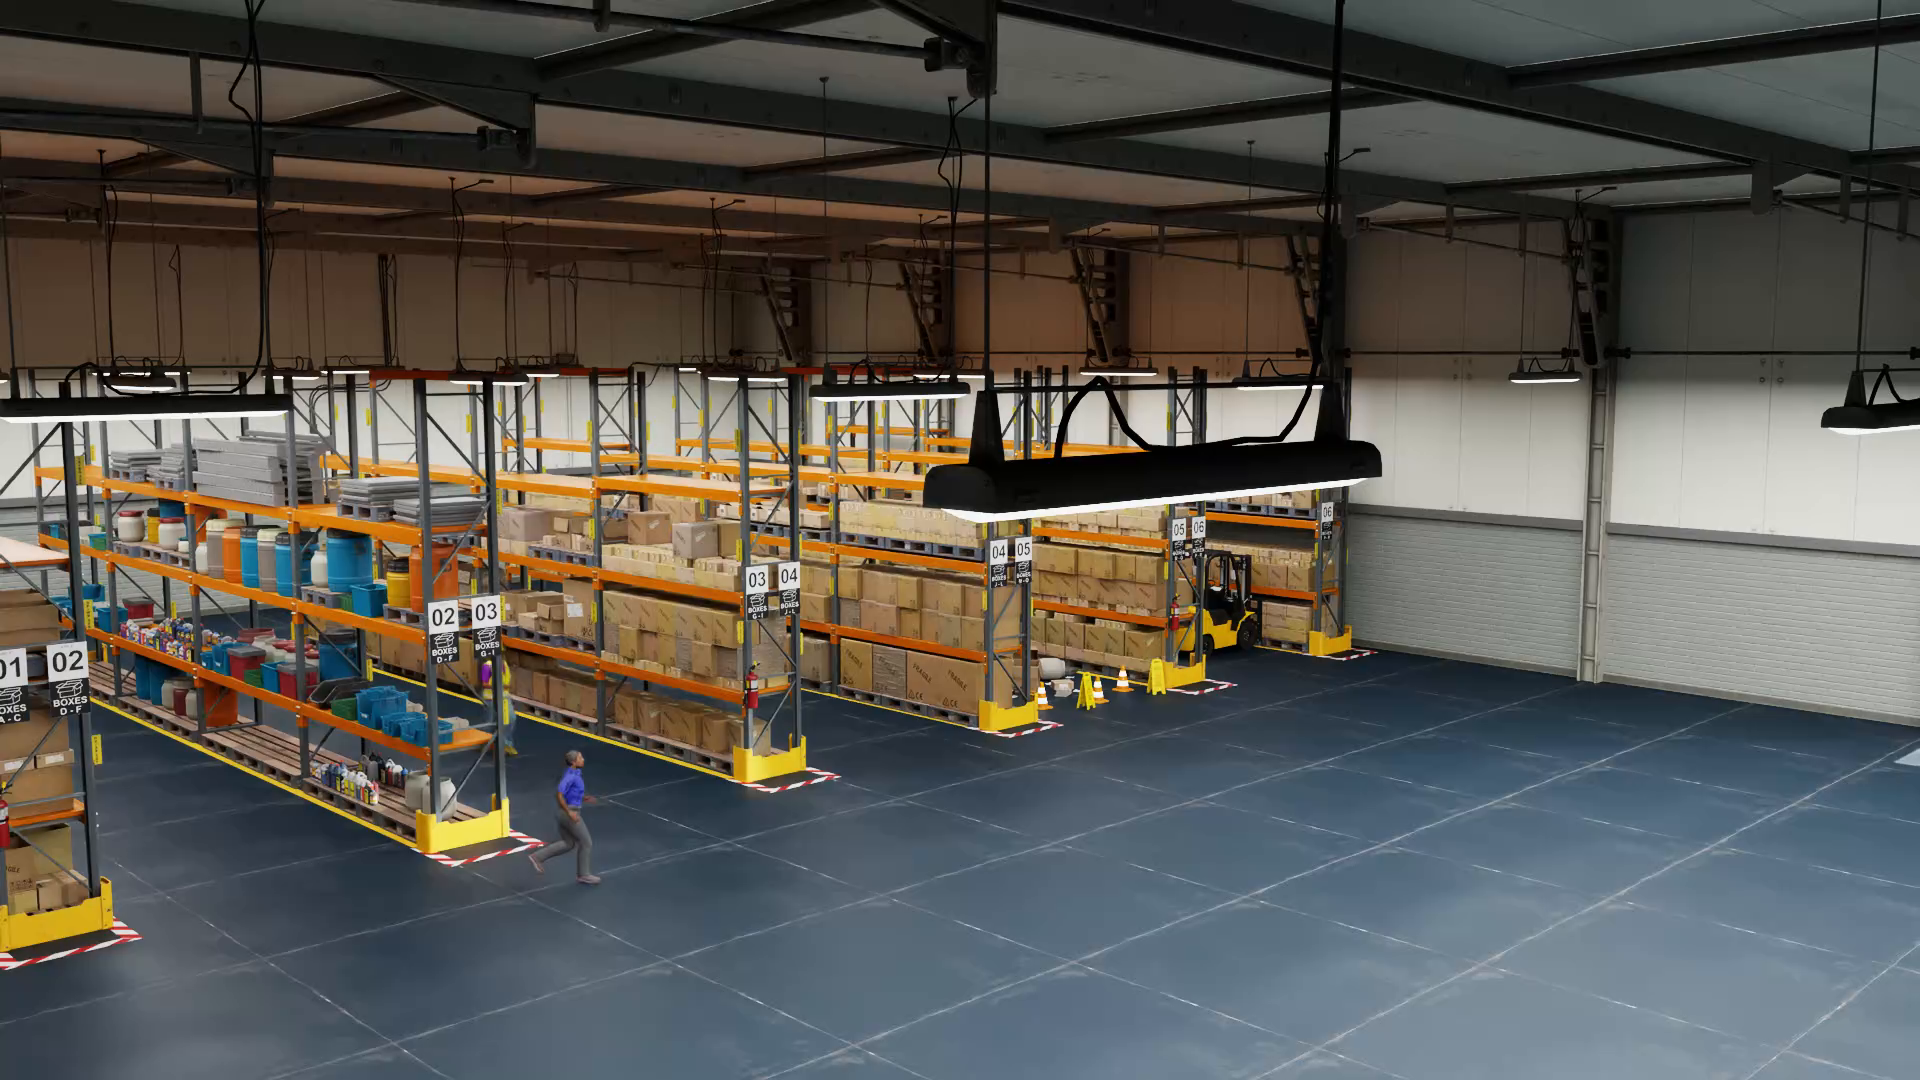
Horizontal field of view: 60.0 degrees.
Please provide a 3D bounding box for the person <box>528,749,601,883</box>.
[{"bbox_3d":[-4.720,3.306,19.790,0.836,1.640,0.559,-2,7,-16],"label":"person"}]

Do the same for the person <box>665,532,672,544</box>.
[{"bbox_3d":[-8.185,0.271,45.923,0.650,1.746,0.959,3,7,23],"label":"person"}]

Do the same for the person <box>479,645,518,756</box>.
[{"bbox_3d":[-7.299,2.513,26.152,0.826,1.813,0.628,4,8,33],"label":"person"}]
